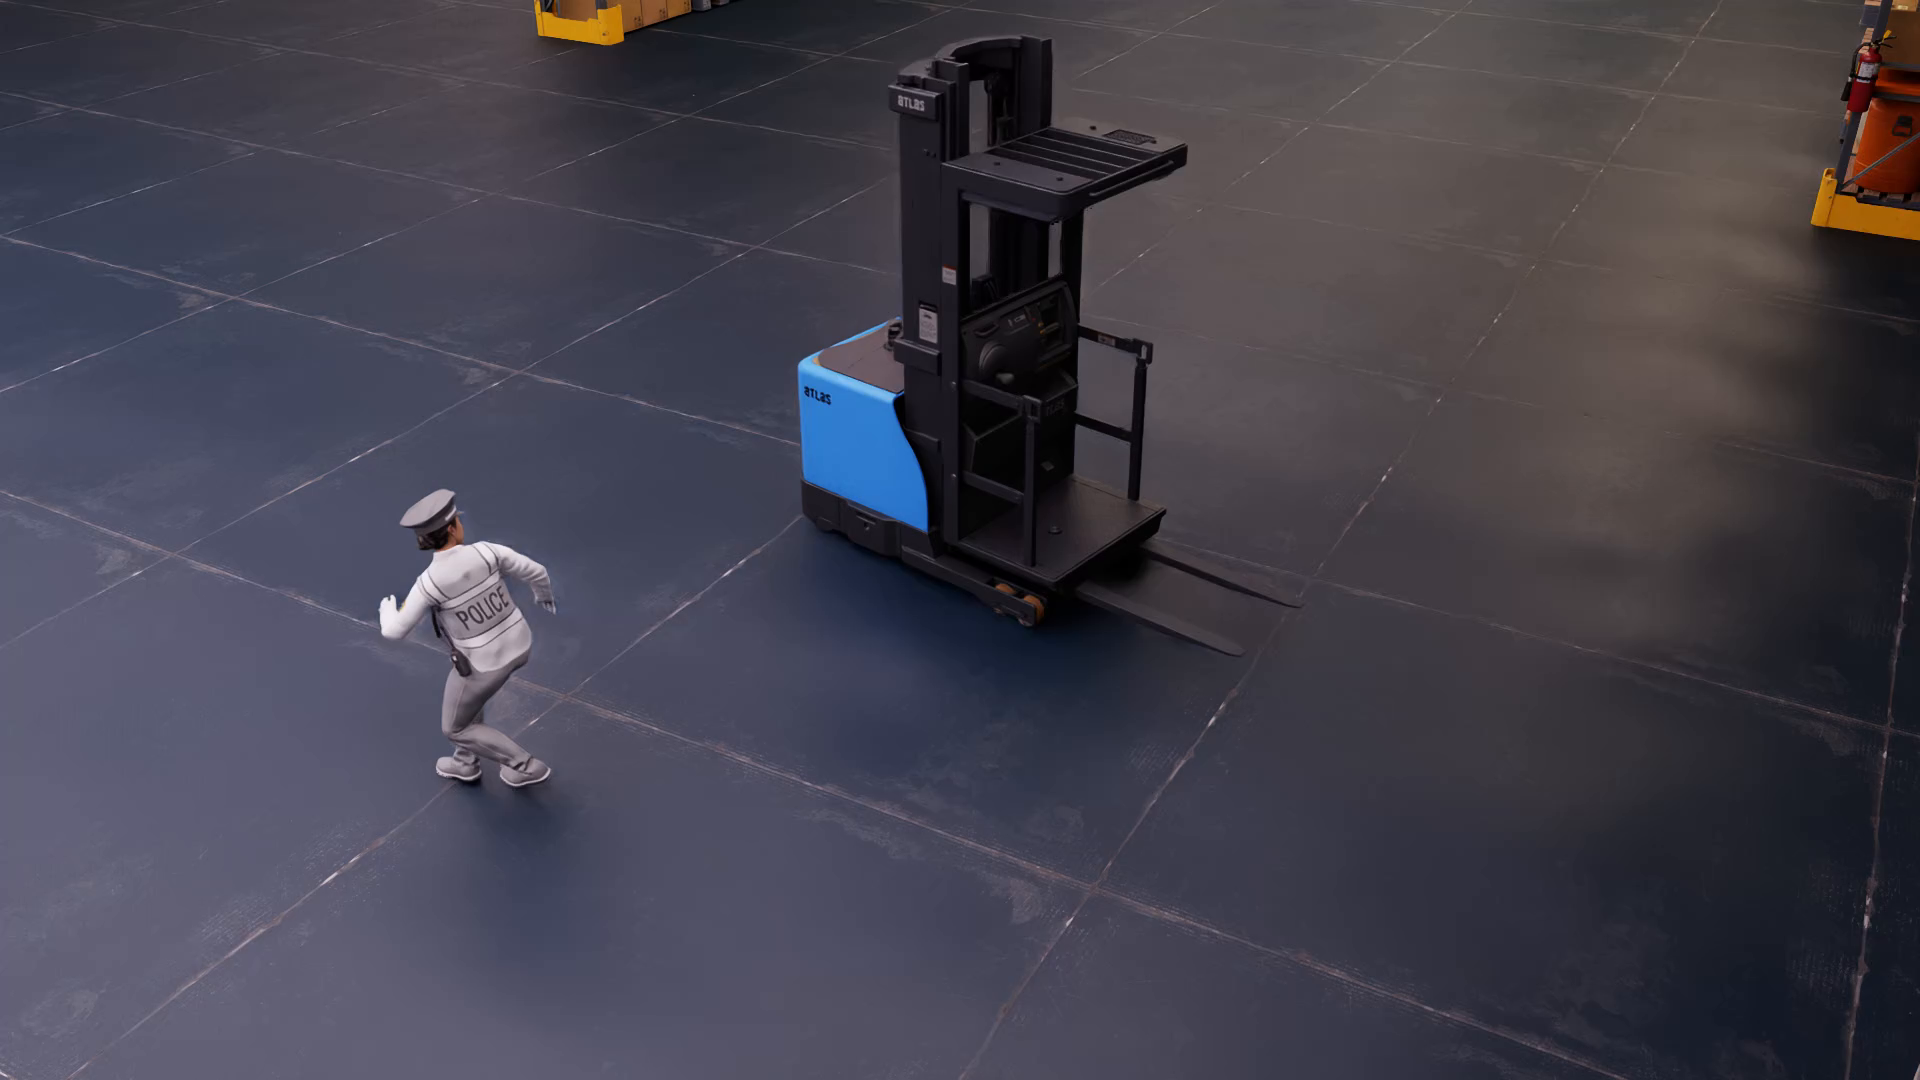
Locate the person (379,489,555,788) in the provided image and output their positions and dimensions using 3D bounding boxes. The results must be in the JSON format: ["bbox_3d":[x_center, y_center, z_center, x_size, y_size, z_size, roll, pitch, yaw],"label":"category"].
[{"bbox_3d":[-2.253,0.441,7.705,0.791,1.552,0.815,17,34,27],"label":"person"}]

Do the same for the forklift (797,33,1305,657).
[{"bbox_3d":[0.489,-1.093,8.965,3.031,2.935,1.130,23,37,34],"label":"forklift"}]
